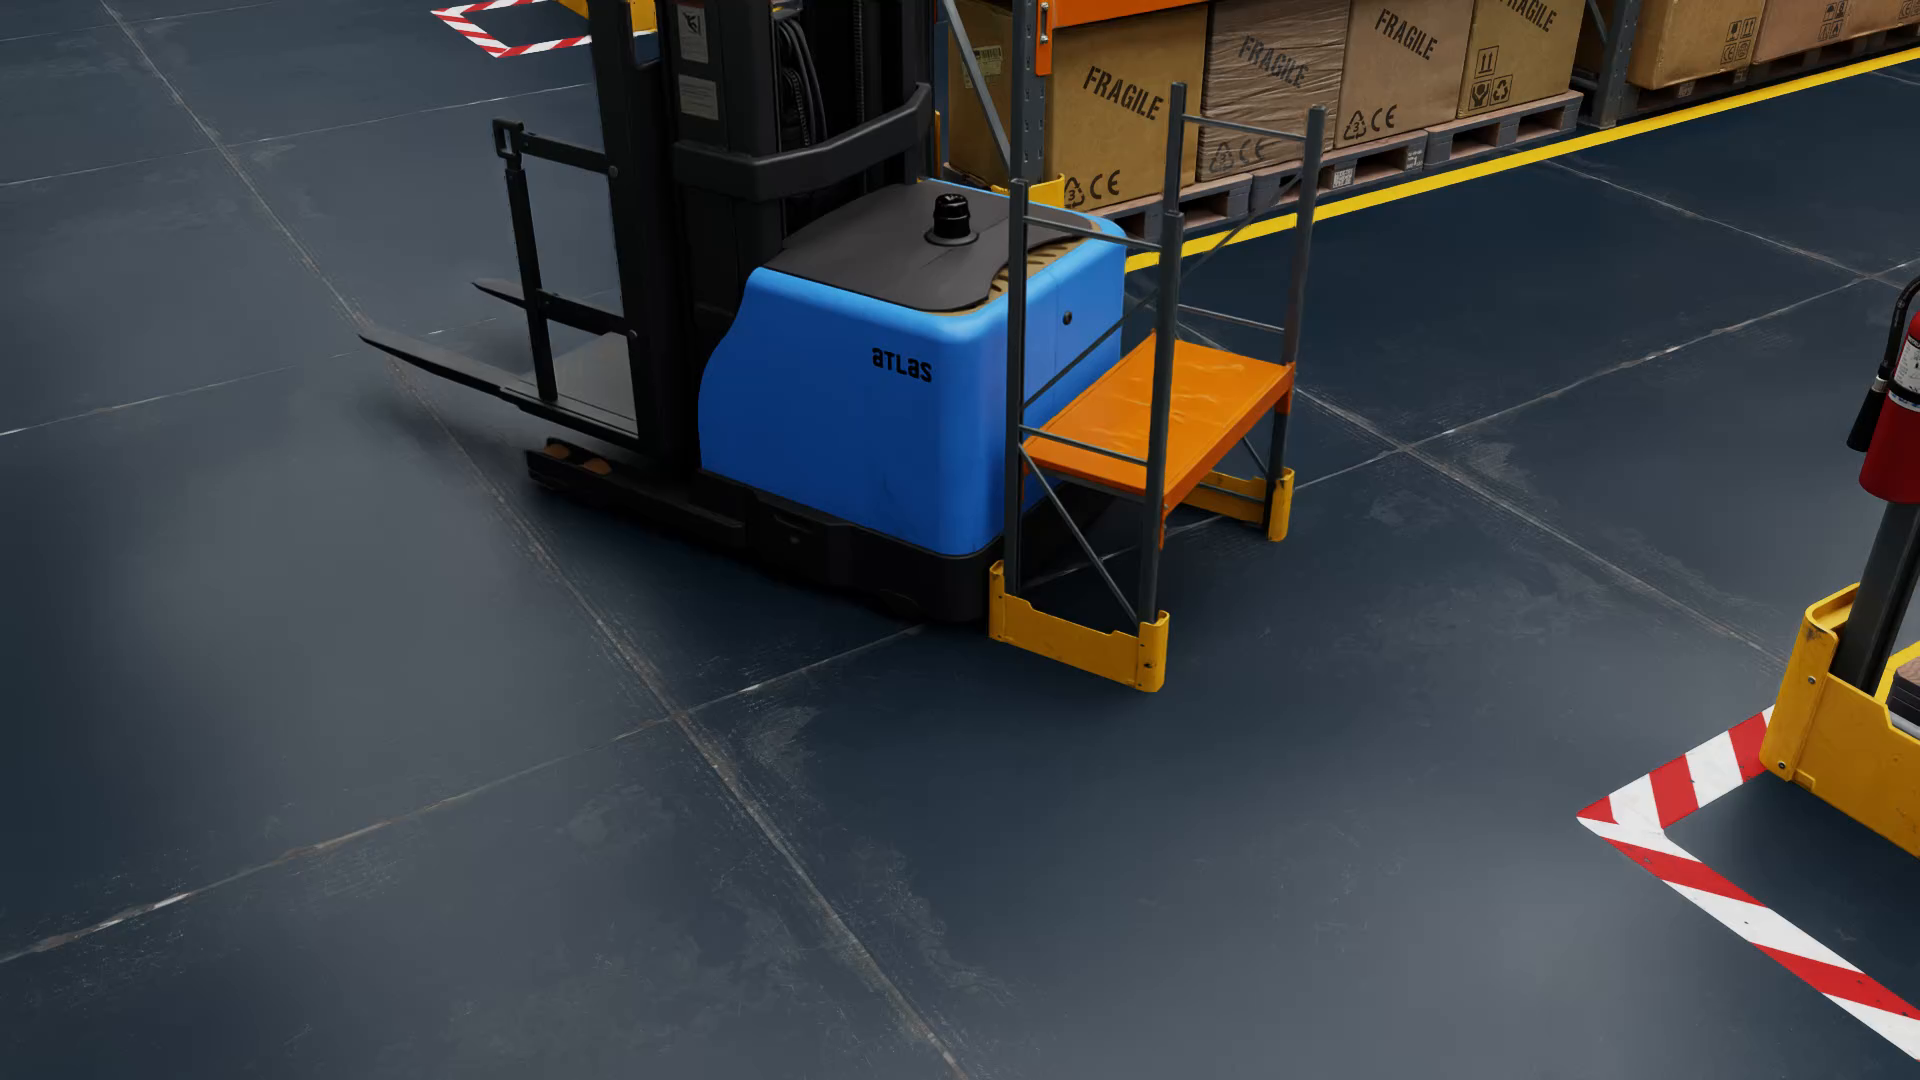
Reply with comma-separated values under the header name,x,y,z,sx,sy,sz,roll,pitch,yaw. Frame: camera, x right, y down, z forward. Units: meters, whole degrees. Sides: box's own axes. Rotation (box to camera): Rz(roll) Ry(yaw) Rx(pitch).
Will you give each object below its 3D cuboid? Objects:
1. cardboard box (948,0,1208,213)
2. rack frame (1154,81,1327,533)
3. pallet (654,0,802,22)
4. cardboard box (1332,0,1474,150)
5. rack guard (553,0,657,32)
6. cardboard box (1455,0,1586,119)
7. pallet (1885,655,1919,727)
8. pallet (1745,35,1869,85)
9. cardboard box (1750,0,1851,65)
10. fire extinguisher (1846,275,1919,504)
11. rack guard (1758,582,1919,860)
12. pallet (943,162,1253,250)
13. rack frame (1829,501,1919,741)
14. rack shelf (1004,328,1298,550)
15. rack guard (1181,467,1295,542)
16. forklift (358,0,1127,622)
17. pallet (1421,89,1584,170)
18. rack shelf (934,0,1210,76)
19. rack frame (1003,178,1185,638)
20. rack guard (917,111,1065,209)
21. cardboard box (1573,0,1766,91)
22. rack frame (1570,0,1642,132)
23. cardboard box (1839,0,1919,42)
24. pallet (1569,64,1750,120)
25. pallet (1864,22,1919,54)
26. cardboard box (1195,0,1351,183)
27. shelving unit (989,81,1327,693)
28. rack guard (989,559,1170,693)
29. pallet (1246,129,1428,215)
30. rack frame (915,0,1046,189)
name,x,y,z,sx,sy,sz,roll,pitch,yaw
cardboard box,0.543,-2.166,7.970,0.875,0.875,0.875,-19,37,-27
rack frame,0.882,-0.730,5.502,0.500,1.500,0.032,18,36,26
pallet,-1.788,-3.981,11.864,1.213,0.211,1.003,-19,37,-27
cardboard box,2.056,-2.687,8.795,0.875,0.875,0.875,-19,37,-27
rack guard,-2.490,-3.885,11.439,0.348,0.500,1.175,-19,37,-27
cardboard box,2.813,-2.947,9.208,0.875,0.875,0.875,-19,37,-27
pallet,3.446,0.513,4.739,1.213,0.211,1.003,-19,37,-27
pallet,5.045,-3.255,10.712,1.213,0.211,1.003,-19,37,-27
cardboard box,4.688,-3.554,10.171,0.875,0.875,1.225,-20,38,-29
fire extinguisher,2.359,-0.415,4.019,0.183,0.674,0.296,-19,37,-27
rack guard,2.719,0.625,4.291,0.348,0.500,1.175,-19,37,-27
pallet,0.678,-1.753,8.331,1.213,0.211,1.003,-19,37,-27
rack frame,2.732,-0.445,3.644,0.127,3.000,1.000,-19,37,-27
rack shelf,0.619,-0.346,5.230,0.538,0.185,1.000,18,36,26
rack guard,0.872,-0.193,5.821,0.587,0.250,0.087,18,36,26
forklift,-0.957,-1.577,5.502,3.031,2.935,1.130,19,37,28
pallet,2.729,-2.459,9.450,1.213,0.211,1.003,-19,37,-27
rack shelf,1.730,-2.940,8.274,4.000,0.370,1.077,-19,37,-27
rack frame,0.355,-0.266,4.767,0.500,1.500,0.032,18,36,26
rack guard,0.028,-1.602,7.821,0.348,0.500,1.175,-19,37,-27
cardboard box,3.938,-3.296,9.761,0.875,0.875,1.225,-19,37,-27
rack frame,3.411,-3.823,8.998,0.127,3.000,1.000,-19,37,-27
cardboard box,5.428,-3.814,10.582,0.875,0.875,1.225,-19,37,-27
pallet,4.018,-2.900,10.150,1.213,0.211,1.003,-19,37,-27
pallet,6.069,-3.605,11.268,1.213,0.211,1.003,-19,37,-27
cardboard box,1.308,-2.429,8.387,0.875,0.875,0.875,-19,37,-27
shelving unit,0.614,-0.494,5.128,0.587,1.500,1.083,18,36,26
rack guard,0.356,0.262,5.101,0.587,0.250,0.087,18,36,26
pallet,1.703,-2.104,8.887,1.213,0.211,1.003,-19,37,-27
rack frame,0.049,-2.666,7.165,0.127,3.000,1.000,-19,37,-27
